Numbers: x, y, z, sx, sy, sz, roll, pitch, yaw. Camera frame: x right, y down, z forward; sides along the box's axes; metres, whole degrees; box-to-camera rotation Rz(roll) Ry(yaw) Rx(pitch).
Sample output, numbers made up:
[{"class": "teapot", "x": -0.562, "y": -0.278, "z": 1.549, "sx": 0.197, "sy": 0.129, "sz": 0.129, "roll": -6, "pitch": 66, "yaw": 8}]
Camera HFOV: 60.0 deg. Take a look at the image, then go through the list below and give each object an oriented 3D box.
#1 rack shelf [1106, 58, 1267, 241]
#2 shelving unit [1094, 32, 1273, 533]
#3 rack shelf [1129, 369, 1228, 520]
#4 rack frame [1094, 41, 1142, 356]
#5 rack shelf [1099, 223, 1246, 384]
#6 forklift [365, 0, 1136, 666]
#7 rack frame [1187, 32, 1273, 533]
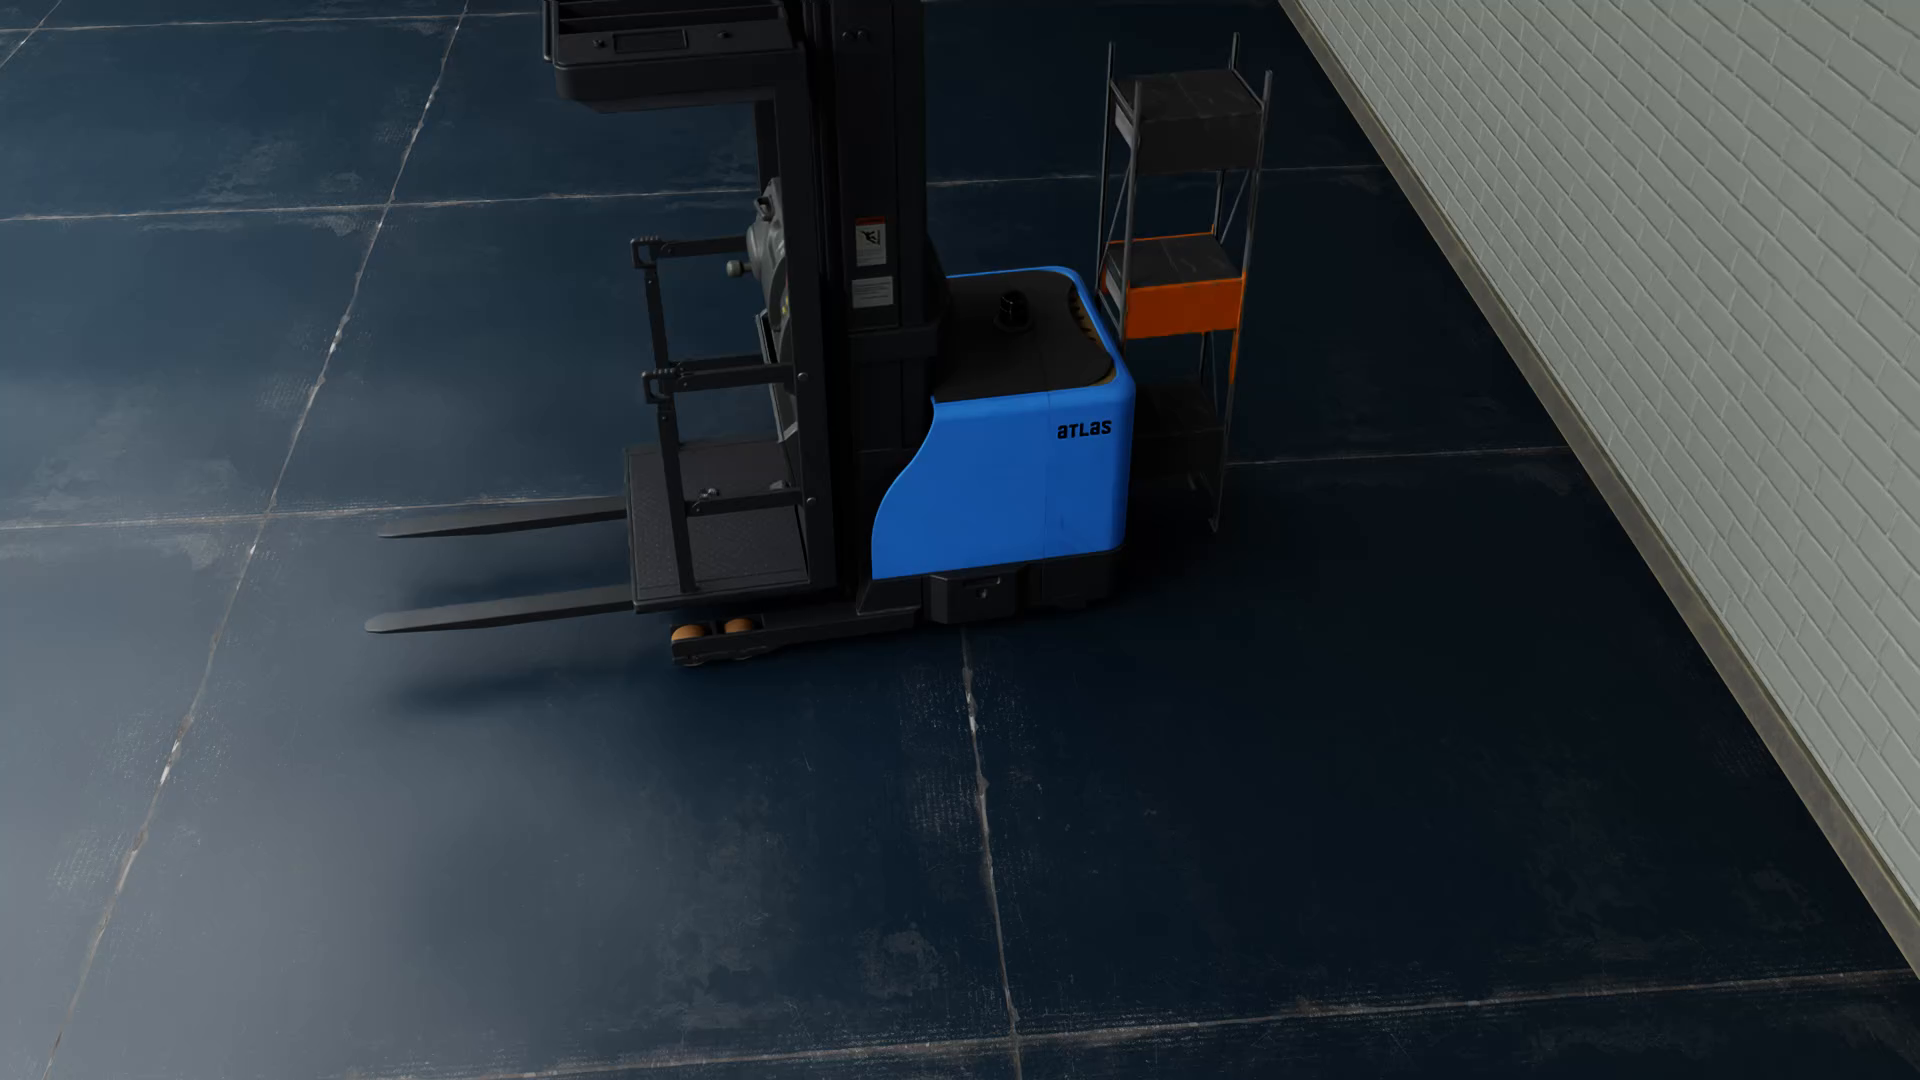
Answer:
[{"class": "rack shelf", "x": 0.843, "y": -1.488, "z": 6.333, "sx": 0.480, "sy": 0.518, "sz": 0.431, "roll": -7, "pitch": 39, "yaw": -9}, {"class": "shelving unit", "x": 0.843, "y": -0.950, "z": 6.758, "sx": 0.503, "sy": 2.100, "sz": 0.431, "roll": -7, "pitch": 39, "yaw": -9}, {"class": "rack shelf", "x": 0.843, "y": -0.389, "z": 7.201, "sx": 0.480, "sy": 0.518, "sz": 0.431, "roll": -7, "pitch": 39, "yaw": -9}, {"class": "rack frame", "x": 0.604, "y": -0.921, "z": 6.722, "sx": 0.015, "sy": 2.100, "sz": 0.400, "roll": -7, "pitch": 39, "yaw": -9}, {"class": "rack shelf", "x": 0.843, "y": -0.939, "z": 6.767, "sx": 0.480, "sy": 0.518, "sz": 0.431, "roll": -7, "pitch": 39, "yaw": -9}, {"class": "forklift", "x": -0.885, "y": -1.006, "z": 6.159, "sx": 3.031, "sy": 2.935, "sz": 1.130, "roll": -7, "pitch": 39, "yaw": -9}, {"class": "rack frame", "x": 1.083, "y": -0.979, "z": 6.795, "sx": 0.015, "sy": 2.100, "sz": 0.400, "roll": -7, "pitch": 39, "yaw": -9}]
